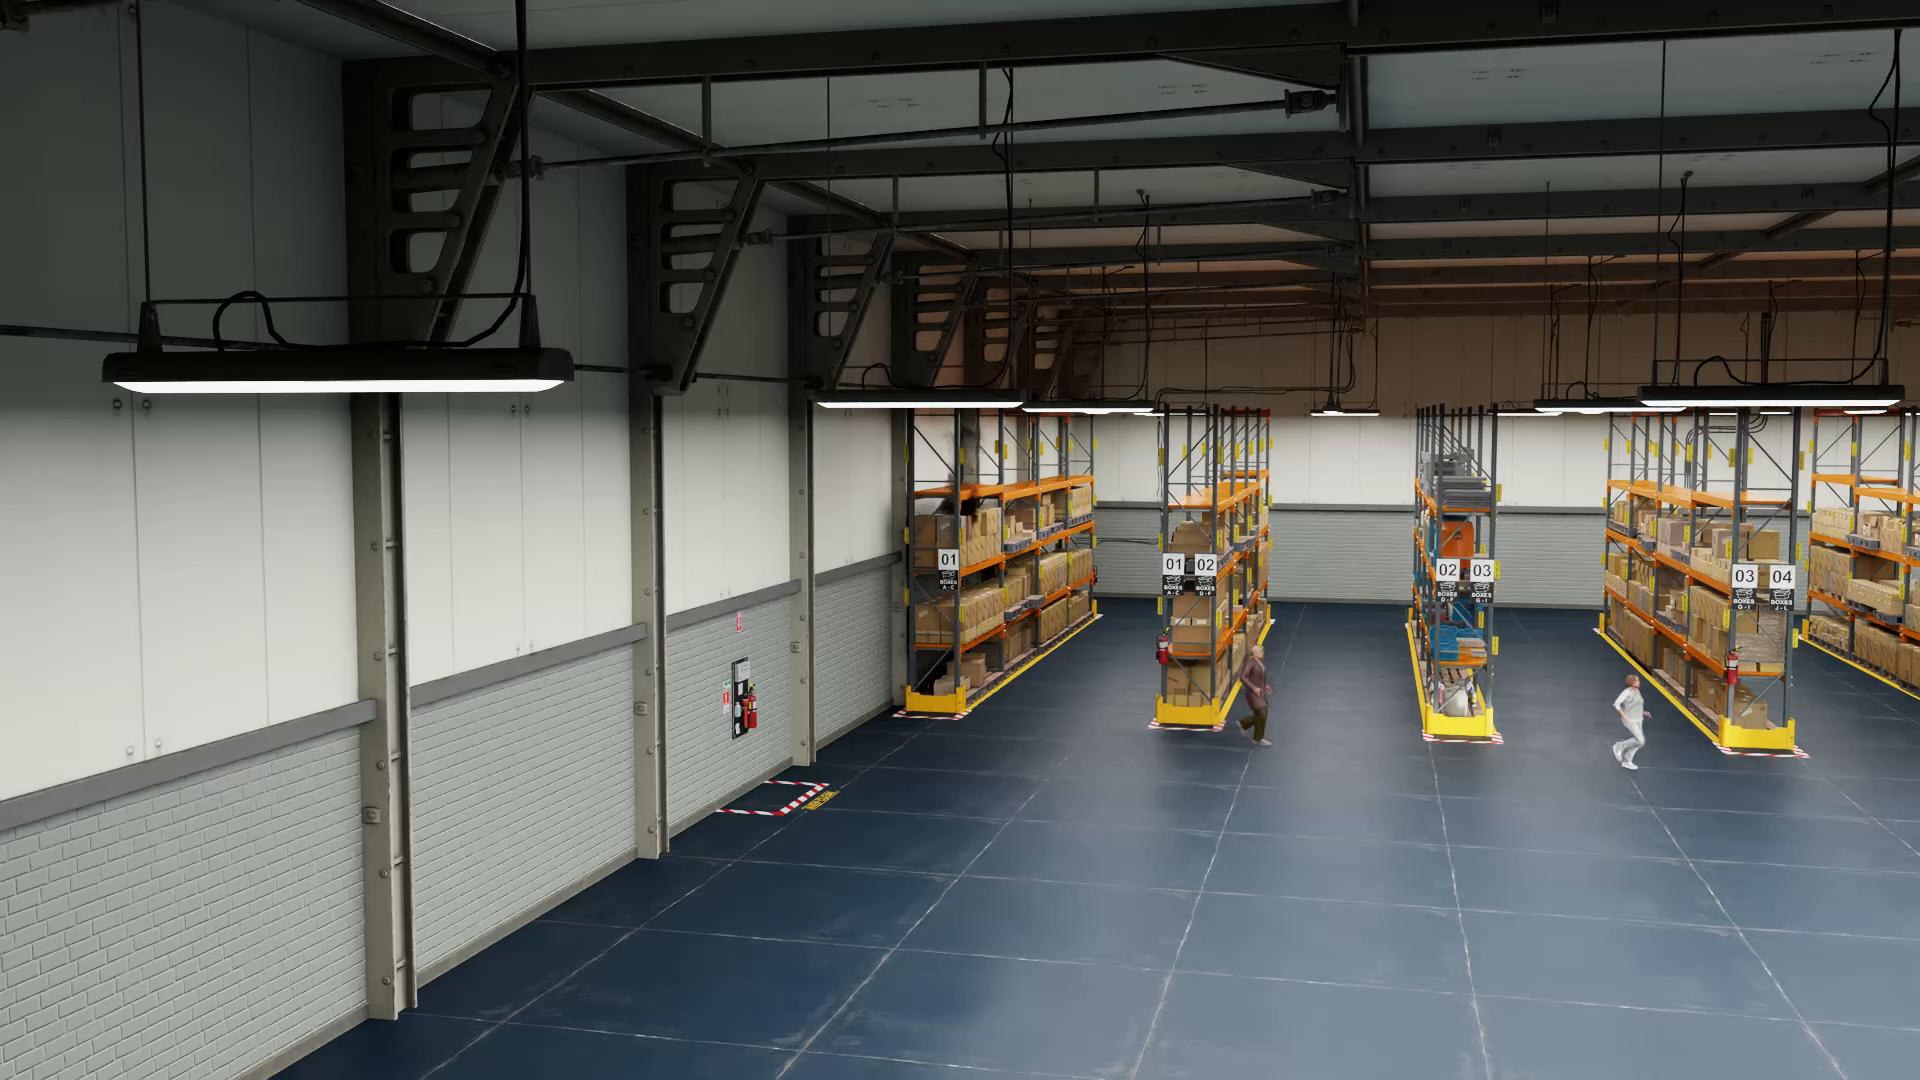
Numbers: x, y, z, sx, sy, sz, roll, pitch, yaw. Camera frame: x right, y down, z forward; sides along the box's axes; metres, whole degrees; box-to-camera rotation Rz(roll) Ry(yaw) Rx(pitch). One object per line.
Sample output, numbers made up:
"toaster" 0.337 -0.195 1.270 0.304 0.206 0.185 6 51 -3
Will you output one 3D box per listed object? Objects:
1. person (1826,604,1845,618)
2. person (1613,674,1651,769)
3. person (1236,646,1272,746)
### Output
"person" 23.746 1.619 45.018 0.676 1.709 0.550 -1 4 -16
"person" 11.015 3.016 27.223 0.544 1.464 0.547 -4 6 -41
"person" 5.145 2.723 29.236 0.726 1.748 0.727 3 5 36
